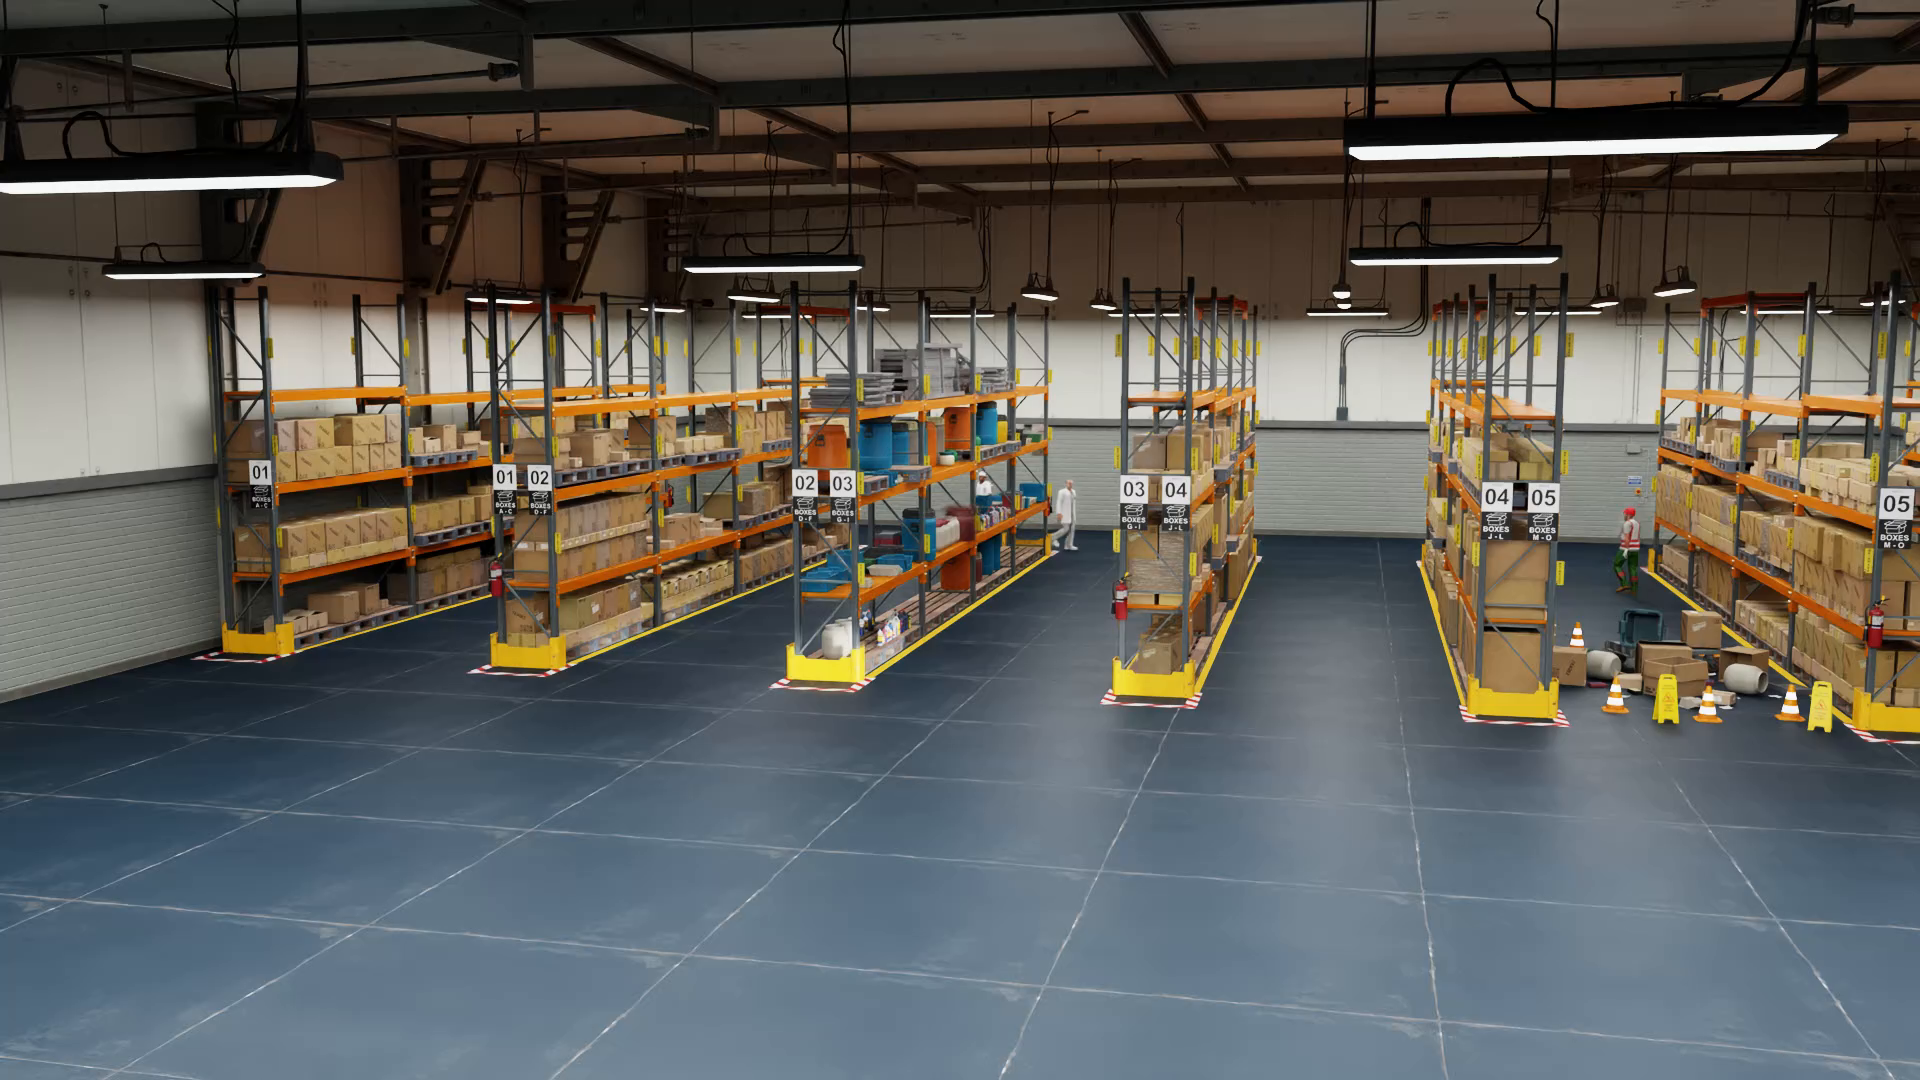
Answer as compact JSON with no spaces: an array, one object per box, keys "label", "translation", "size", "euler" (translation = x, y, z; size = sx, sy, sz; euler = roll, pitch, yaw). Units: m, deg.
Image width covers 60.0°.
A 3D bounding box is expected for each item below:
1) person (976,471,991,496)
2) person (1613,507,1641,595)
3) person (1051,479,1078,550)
[{"label":"person","translation":[0.638,-0.985,44.487],"size":[0.795,1.747,0.557],"euler":[-2,7,-19]},{"label":"person","translation":[13.653,0.213,33.865],"size":[0.531,1.761,0.507],"euler":[-2,7,-15]},{"label":"person","translation":[2.605,-0.643,41.418],"size":[0.695,1.772,0.618],"euler":[5,8,37]}]
